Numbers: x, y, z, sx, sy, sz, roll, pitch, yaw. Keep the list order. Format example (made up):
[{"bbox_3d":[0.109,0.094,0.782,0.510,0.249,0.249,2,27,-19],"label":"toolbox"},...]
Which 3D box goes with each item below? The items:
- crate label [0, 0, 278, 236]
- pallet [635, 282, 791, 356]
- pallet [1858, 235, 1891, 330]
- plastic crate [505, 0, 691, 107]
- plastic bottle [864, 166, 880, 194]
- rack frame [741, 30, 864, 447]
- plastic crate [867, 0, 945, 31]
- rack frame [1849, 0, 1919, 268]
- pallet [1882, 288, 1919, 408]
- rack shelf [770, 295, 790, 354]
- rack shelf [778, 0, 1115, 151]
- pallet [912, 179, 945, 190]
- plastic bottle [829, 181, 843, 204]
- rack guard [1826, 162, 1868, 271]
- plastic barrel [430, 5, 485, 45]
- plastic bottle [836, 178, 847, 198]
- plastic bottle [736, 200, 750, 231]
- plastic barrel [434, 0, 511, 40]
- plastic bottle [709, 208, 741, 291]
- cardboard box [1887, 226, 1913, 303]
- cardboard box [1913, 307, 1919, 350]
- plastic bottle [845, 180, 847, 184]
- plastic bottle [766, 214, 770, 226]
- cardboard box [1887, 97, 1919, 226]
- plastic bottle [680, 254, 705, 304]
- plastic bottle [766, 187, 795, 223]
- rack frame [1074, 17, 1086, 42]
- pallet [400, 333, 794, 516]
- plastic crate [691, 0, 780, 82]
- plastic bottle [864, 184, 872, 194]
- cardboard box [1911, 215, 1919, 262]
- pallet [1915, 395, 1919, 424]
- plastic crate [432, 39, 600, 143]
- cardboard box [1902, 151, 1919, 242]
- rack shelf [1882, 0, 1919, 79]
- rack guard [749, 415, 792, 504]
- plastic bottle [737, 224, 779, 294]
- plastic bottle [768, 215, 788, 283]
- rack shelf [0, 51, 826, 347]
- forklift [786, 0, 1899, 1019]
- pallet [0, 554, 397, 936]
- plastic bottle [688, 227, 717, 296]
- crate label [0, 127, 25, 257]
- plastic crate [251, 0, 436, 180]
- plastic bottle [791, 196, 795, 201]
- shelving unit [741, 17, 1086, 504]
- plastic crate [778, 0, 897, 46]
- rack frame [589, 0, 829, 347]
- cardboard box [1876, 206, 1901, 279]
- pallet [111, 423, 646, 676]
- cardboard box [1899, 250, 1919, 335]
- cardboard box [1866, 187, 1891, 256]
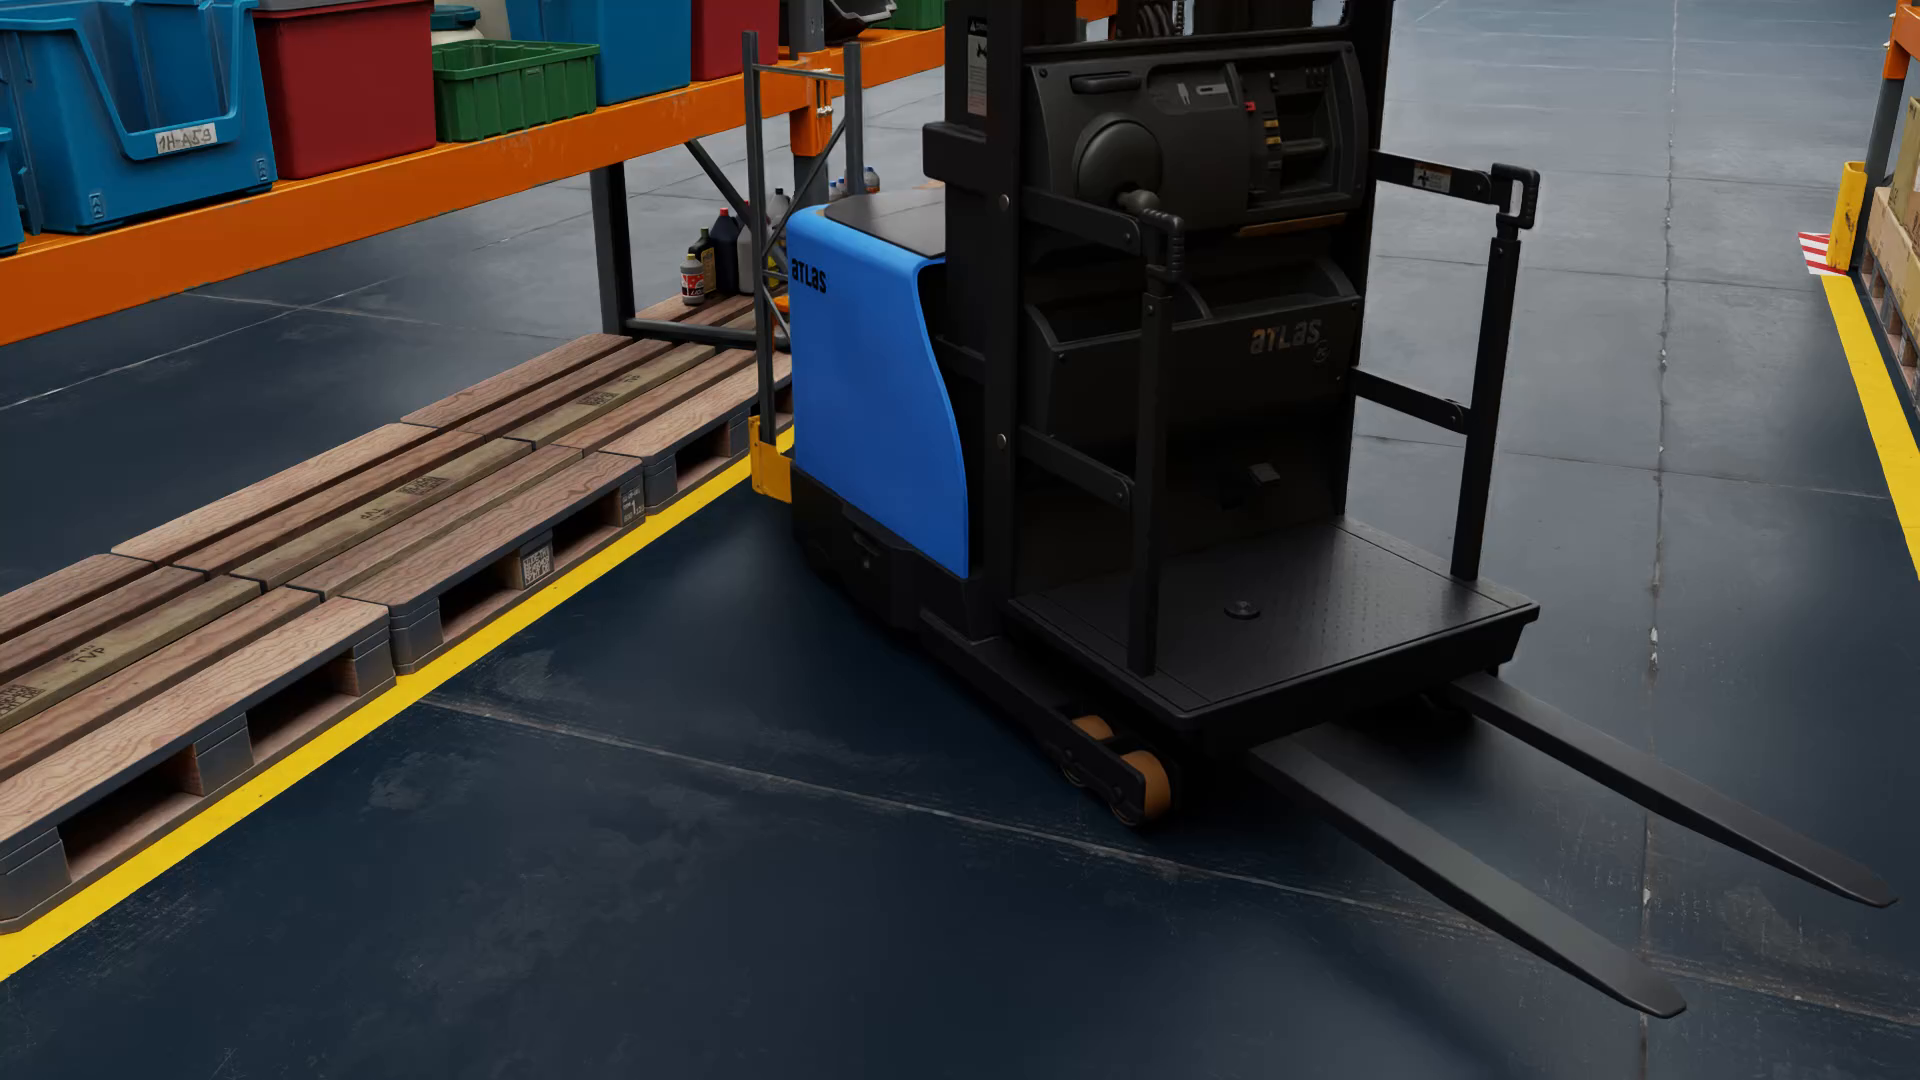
[{"bbox_3d":[-1.853,-0.933,3.546,0.502,0.435,0.616,9,24,20],"label":"crate label"},{"bbox_3d":[-0.699,-0.979,7.320,1.003,0.211,1.213,9,24,20],"label":"pallet"},{"bbox_3d":[4.851,-1.186,7.815,1.003,0.211,1.213,9,24,20],"label":"pallet"},{"bbox_3d":[-1.108,-1.585,5.173,0.392,0.384,0.575,9,24,20],"label":"plastic crate"},{"bbox_3d":[-0.464,-1.803,8.643,0.097,0.271,0.097,0,23,0],"label":"plastic bottle"},{"bbox_3d":[-0.477,-0.802,5.224,0.500,1.500,0.032,20,30,39],"label":"rack frame"},{"bbox_3d":[-0.221,-2.379,7.328,0.450,0.188,0.662,9,24,20],"label":"plastic crate"},{"bbox_3d":[5.096,-2.752,7.947,1.000,3.000,0.127,9,24,20],"label":"rack frame"},{"bbox_3d":[4.396,-0.751,6.774,1.003,0.211,1.213,9,24,20],"label":"pallet"},{"bbox_3d":[-0.128,-0.778,5.634,0.538,0.185,1.000,20,30,39],"label":"rack shelf"},{"bbox_3d":[-0.244,-2.415,8.073,1.077,0.370,4.000,9,24,20],"label":"rack shelf"},{"bbox_3d":[0.207,-1.852,9.410,1.003,0.211,1.213,9,24,20],"label":"pallet"},{"bbox_3d":[-0.629,-1.644,8.263,0.097,0.271,0.097,0,23,0],"label":"plastic bottle"},{"bbox_3d":[5.105,-1.607,8.450,1.175,0.500,0.348,9,24,20],"label":"rack guard"},{"bbox_3d":[-1.621,-1.516,5.167,0.301,0.262,0.301,0,23,0],"label":"plastic barrel"},{"bbox_3d":[-0.591,-1.680,8.349,0.097,0.271,0.097,0,23,0],"label":"plastic bottle"},{"bbox_3d":[-0.944,-1.352,7.462,0.144,0.351,0.185,8,24,17],"label":"plastic bottle"},{"bbox_3d":[-1.546,-1.783,5.451,0.433,0.535,0.433,0,23,0],"label":"plastic barrel"},{"bbox_3d":[-1.016,-1.284,7.298,0.144,0.351,0.185,8,24,19],"label":"plastic bottle"},{"bbox_3d":[4.322,-1.159,7.155,0.500,0.250,0.500,9,24,20],"label":"cardboard box"},{"bbox_3d":[3.947,-0.802,6.300,0.500,0.250,0.500,9,24,20],"label":"cardboard box"},{"bbox_3d":[-0.565,-1.730,8.453,0.061,0.283,0.133,9,24,21],"label":"plastic bottle"},{"bbox_3d":[-0.922,-1.386,7.629,0.061,0.283,0.133,11,25,24],"label":"plastic bottle"},{"bbox_3d":[4.507,-1.684,7.440,0.500,0.500,0.500,9,24,20],"label":"cardboard box"},{"bbox_3d":[-1.142,-1.118,7.094,0.097,0.201,0.097,0,23,0],"label":"plastic bottle"},{"bbox_3d":[-0.824,-1.468,7.739,0.144,0.351,0.185,9,24,20],"label":"plastic bottle"},{"bbox_3d":[0.222,-1.087,5.906,0.500,1.500,0.032,20,30,39],"label":"rack frame"},{"bbox_3d":[-1.243,-0.458,6.073,1.003,0.211,1.213,9,24,20],"label":"pallet"},{"bbox_3d":[-0.883,-1.844,5.689,0.402,0.464,0.583,9,24,20],"label":"plastic crate"},{"bbox_3d":[-0.503,-1.733,8.568,0.097,0.201,0.097,0,23,0],"label":"plastic bottle"},{"bbox_3d":[4.131,-1.327,6.584,0.500,0.500,0.500,9,24,20],"label":"cardboard box"},{"bbox_3d":[3.945,-0.313,5.725,1.003,0.211,1.213,9,24,20],"label":"pallet"},{"bbox_3d":[-1.372,-1.270,4.673,0.450,0.188,0.662,9,24,20],"label":"plastic crate"},{"bbox_3d":[4.333,-1.503,7.007,0.500,0.500,0.500,9,24,20],"label":"cardboard box"},{"bbox_3d":[4.353,-1.705,6.372,1.077,0.370,4.000,9,24,20],"label":"rack shelf"},{"bbox_3d":[-0.476,-0.226,5.466,0.587,0.250,0.087,20,30,39],"label":"rack guard"},{"bbox_3d":[-0.882,-1.263,7.248,0.144,0.351,0.185,9,24,20],"label":"plastic bottle"},{"bbox_3d":[-0.797,-1.306,7.447,0.152,0.276,0.135,9,24,20],"label":"plastic bottle"},{"bbox_3d":[-1.730,-0.984,4.647,1.077,0.370,4.000,9,24,20],"label":"rack shelf"},{"bbox_3d":[0.679,-0.918,3.644,1.130,2.935,3.031,-13,26,-28],"label":"forklift"},{"bbox_3d":[-2.149,0.415,3.982,1.003,0.211,1.213,9,24,20],"label":"pallet"},{"bbox_3d":[-1.115,-1.200,7.185,0.061,0.283,0.133,10,25,23],"label":"plastic bottle"},{"bbox_3d":[-1.968,-0.620,3.059,0.303,0.233,0.416,9,24,20],"label":"crate label"},{"bbox_3d":[-1.589,-1.164,4.062,0.402,0.464,0.583,9,24,20],"label":"plastic crate"},{"bbox_3d":[-0.760,-1.491,7.891,0.152,0.276,0.135,9,24,21],"label":"plastic bottle"},{"bbox_3d":[-0.134,-0.942,5.559,0.587,1.500,1.083,20,30,39],"label":"shelving unit"},{"bbox_3d":[-0.675,-2.172,6.638,0.767,0.338,0.504,9,24,20],"label":"plastic crate"},{"bbox_3d":[-0.987,-2.031,6.221,1.000,3.000,0.127,9,24,20],"label":"rack frame"},{"bbox_3d":[4.508,-1.338,7.583,0.500,0.250,0.500,9,24,20],"label":"cardboard box"},{"bbox_3d":[-1.694,-0.020,5.024,1.003,0.211,1.213,9,24,20],"label":"pallet"},{"bbox_3d":[4.132,-0.981,6.729,0.500,0.250,0.500,9,24,20],"label":"cardboard box"},{"bbox_3d":[4.691,-1.517,8.013,0.500,0.250,0.500,9,24,20],"label":"cardboard box"}]
